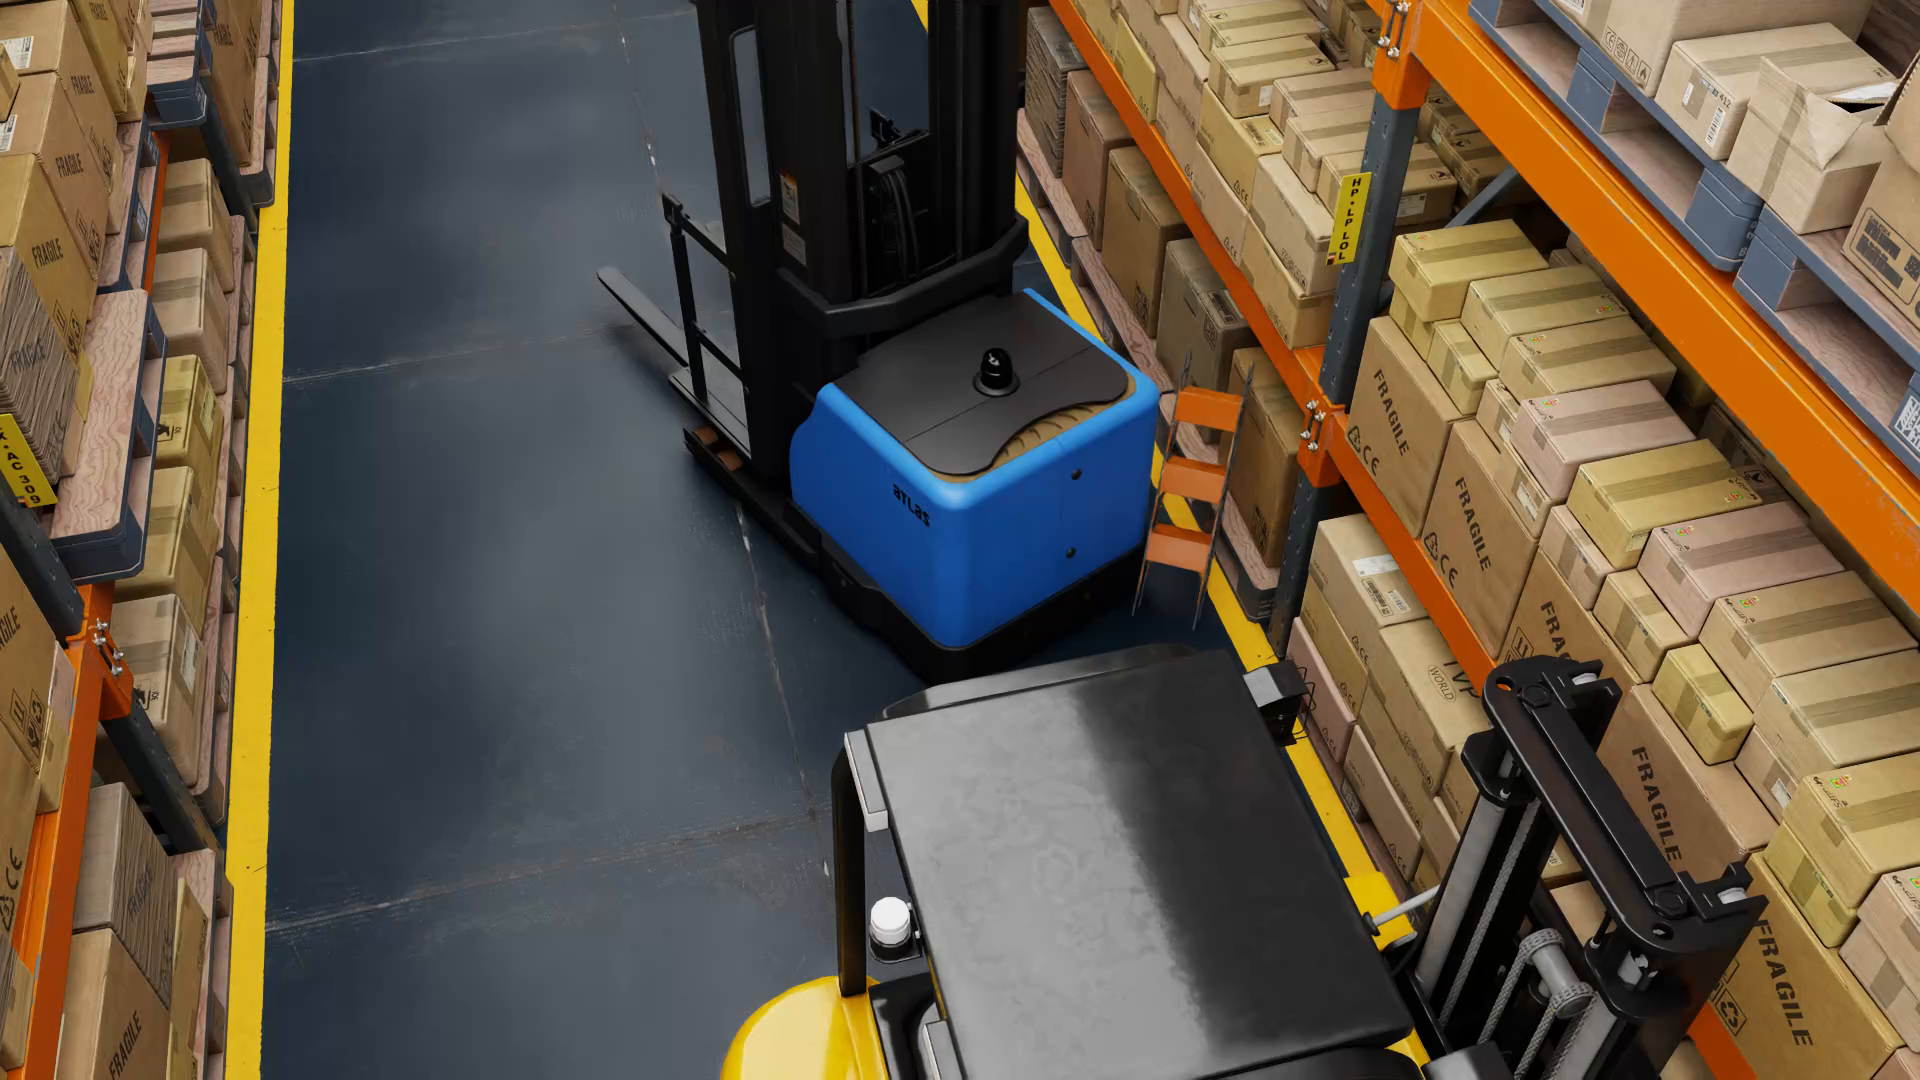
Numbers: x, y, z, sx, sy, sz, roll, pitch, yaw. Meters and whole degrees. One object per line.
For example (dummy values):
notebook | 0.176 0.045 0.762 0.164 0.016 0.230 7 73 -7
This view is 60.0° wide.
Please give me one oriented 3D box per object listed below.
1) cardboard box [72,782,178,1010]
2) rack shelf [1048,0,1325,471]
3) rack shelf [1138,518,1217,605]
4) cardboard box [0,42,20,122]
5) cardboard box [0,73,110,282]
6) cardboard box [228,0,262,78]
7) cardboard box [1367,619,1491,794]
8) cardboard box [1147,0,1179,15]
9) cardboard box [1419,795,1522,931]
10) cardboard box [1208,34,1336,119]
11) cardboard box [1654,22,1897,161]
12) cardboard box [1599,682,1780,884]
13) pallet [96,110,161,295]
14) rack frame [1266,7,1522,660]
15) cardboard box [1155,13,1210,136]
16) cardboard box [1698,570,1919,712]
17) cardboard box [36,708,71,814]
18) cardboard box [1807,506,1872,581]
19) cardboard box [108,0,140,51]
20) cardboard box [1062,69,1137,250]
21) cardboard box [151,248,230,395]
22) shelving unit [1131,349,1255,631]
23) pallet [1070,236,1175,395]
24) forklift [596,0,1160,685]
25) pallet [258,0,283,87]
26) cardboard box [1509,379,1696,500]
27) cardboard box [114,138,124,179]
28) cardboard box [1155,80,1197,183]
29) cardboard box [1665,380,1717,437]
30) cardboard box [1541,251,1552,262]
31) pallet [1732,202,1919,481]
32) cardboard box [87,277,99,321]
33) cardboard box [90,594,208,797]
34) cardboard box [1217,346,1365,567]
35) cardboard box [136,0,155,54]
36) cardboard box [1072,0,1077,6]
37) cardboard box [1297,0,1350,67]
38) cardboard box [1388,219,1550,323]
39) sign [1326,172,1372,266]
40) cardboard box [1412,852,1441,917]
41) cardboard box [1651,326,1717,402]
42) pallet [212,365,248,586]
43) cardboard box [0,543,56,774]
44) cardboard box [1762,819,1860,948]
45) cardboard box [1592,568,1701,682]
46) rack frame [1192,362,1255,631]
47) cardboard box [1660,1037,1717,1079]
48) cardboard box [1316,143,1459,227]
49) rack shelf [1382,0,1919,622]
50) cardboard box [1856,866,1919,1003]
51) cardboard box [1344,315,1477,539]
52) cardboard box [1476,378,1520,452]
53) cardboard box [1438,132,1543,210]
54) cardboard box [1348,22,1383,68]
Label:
cardboard box | -2.668 1.110 4.919 0.500 0.500 0.500 -11 47 -11
rack shelf | 1.207 -1.842 7.209 1.077 0.370 4.000 -11 47 -10
rack shelf | 0.858 0.082 6.551 0.240 0.259 0.215 13 15 12
cardboard box | -3.235 -1.436 5.282 0.380 0.149 0.250 -8 46 -8
cardboard box | -3.164 -1.154 5.460 0.500 0.500 0.500 -11 47 -11
cardboard box | -4.424 -3.076 9.109 0.875 0.875 0.875 -10 46 -10
cardboard box | 1.660 0.499 5.343 0.500 0.250 0.500 -11 47 -10
cardboard box | 0.918 -2.216 6.548 0.380 0.149 0.250 -12 47 -11
cardboard box | 1.792 1.015 5.187 0.500 0.250 0.500 -11 47 -11
cardboard box | 1.126 -1.681 6.024 0.380 0.149 0.250 -12 47 -12
cardboard box | 1.737 -0.961 3.554 0.380 0.149 0.250 -9 46 -9
cardboard box | 1.968 0.663 4.180 0.500 0.500 0.500 -10 46 -10
pallet | -3.556 -1.138 6.150 1.003 0.211 1.213 -11 47 -10
rack frame | 1.719 -0.713 5.599 1.000 3.000 0.127 -11 47 -10
cardboard box | 1.082 -1.835 6.454 0.500 0.250 0.500 -10 46 -10
cardboard box | 2.001 0.239 3.934 0.380 0.149 0.250 -11 47 -10
cardboard box | -2.631 0.622 4.466 0.380 0.149 0.250 -10 46 -9
cardboard box | 2.389 -0.024 4.191 0.380 0.149 0.250 -11 47 -11
cardboard box | -3.575 -2.232 6.516 0.500 0.500 0.500 -11 47 -11
cardboard box | 1.016 -1.907 8.138 0.875 0.625 0.625 -9 46 -9
cardboard box | -3.771 -0.892 7.320 0.950 0.372 0.625 -12 47 -11
shelving unit | 0.907 -0.193 6.478 0.252 1.050 0.215 13 15 12
pallet | 1.176 -1.082 7.913 1.003 0.211 1.213 -11 47 -10
forklift | -0.551 -1.452 6.372 1.130 2.935 3.031 -29 52 -25
pallet | -4.541 -2.987 9.780 1.003 0.211 1.213 -11 47 -10
cardboard box | 1.708 -0.270 4.432 0.380 0.149 0.250 -10 46 -9
cardboard box | -3.318 -1.385 6.139 0.380 0.149 0.250 -12 47 -12
cardboard box | 1.105 -1.655 6.627 0.500 0.250 0.500 -10 47 -10
cardboard box | 2.206 -0.449 4.816 0.380 0.149 0.250 -10 46 -9
cardboard box | 1.855 -1.054 6.038 0.500 0.250 0.500 -10 46 -10
pallet | 2.271 -0.307 3.163 1.003 0.211 1.213 -11 47 -10
cardboard box | -3.142 -0.842 5.608 0.380 0.149 0.250 -10 46 -10
cardboard box | -3.215 0.608 5.850 0.950 0.372 0.625 -10 46 -10
cardboard box | 1.574 -0.387 6.648 0.875 0.625 0.625 -9 46 -9
cardboard box | -3.545 -2.102 6.843 0.380 0.149 0.250 -11 47 -11
cardboard box | 0.696 -2.723 7.674 0.500 0.250 0.500 -12 47 -11
cardboard box | 1.597 -1.938 6.554 0.500 0.250 0.500 -12 47 -11
cardboard box | 1.513 -0.805 4.957 0.380 0.149 0.250 -10 46 -10
sign | 1.197 -0.984 5.110 0.100 0.325 0.005 -11 47 -10
cardboard box | 1.814 1.197 5.359 0.500 0.250 0.500 -10 46 -10
cardboard box | 2.197 -0.553 4.710 0.380 0.149 0.250 -11 47 -11
pallet | -3.595 -0.208 7.057 1.003 0.211 1.213 -11 47 -10
cardboard box | -2.725 0.320 4.309 0.500 0.500 0.500 -12 47 -11
cardboard box | 2.031 0.718 3.673 0.380 0.149 0.250 -10 46 -10
cardboard box | 1.846 0.182 4.198 0.380 0.149 0.250 -12 47 -12
rack frame | 1.023 -0.166 6.453 0.008 1.050 0.200 13 15 12
cardboard box | 2.048 1.555 4.307 0.500 0.250 0.500 -10 46 -10
cardboard box | 1.416 -1.170 5.523 0.380 0.149 0.250 -9 46 -9
rack shelf | 2.231 -0.130 3.431 1.077 0.370 4.000 -11 47 -10
cardboard box | 2.095 0.789 3.395 0.380 0.149 0.250 -10 46 -9
cardboard box | 1.580 -0.394 5.216 0.500 0.500 0.500 -12 47 -11
cardboard box | 1.707 -0.353 4.723 0.380 0.149 0.250 -11 47 -10
cardboard box | 1.836 -1.257 5.608 0.380 0.149 0.250 -12 47 -11
cardboard box | 1.669 -1.797 6.137 0.380 0.149 0.250 -11 47 -11
